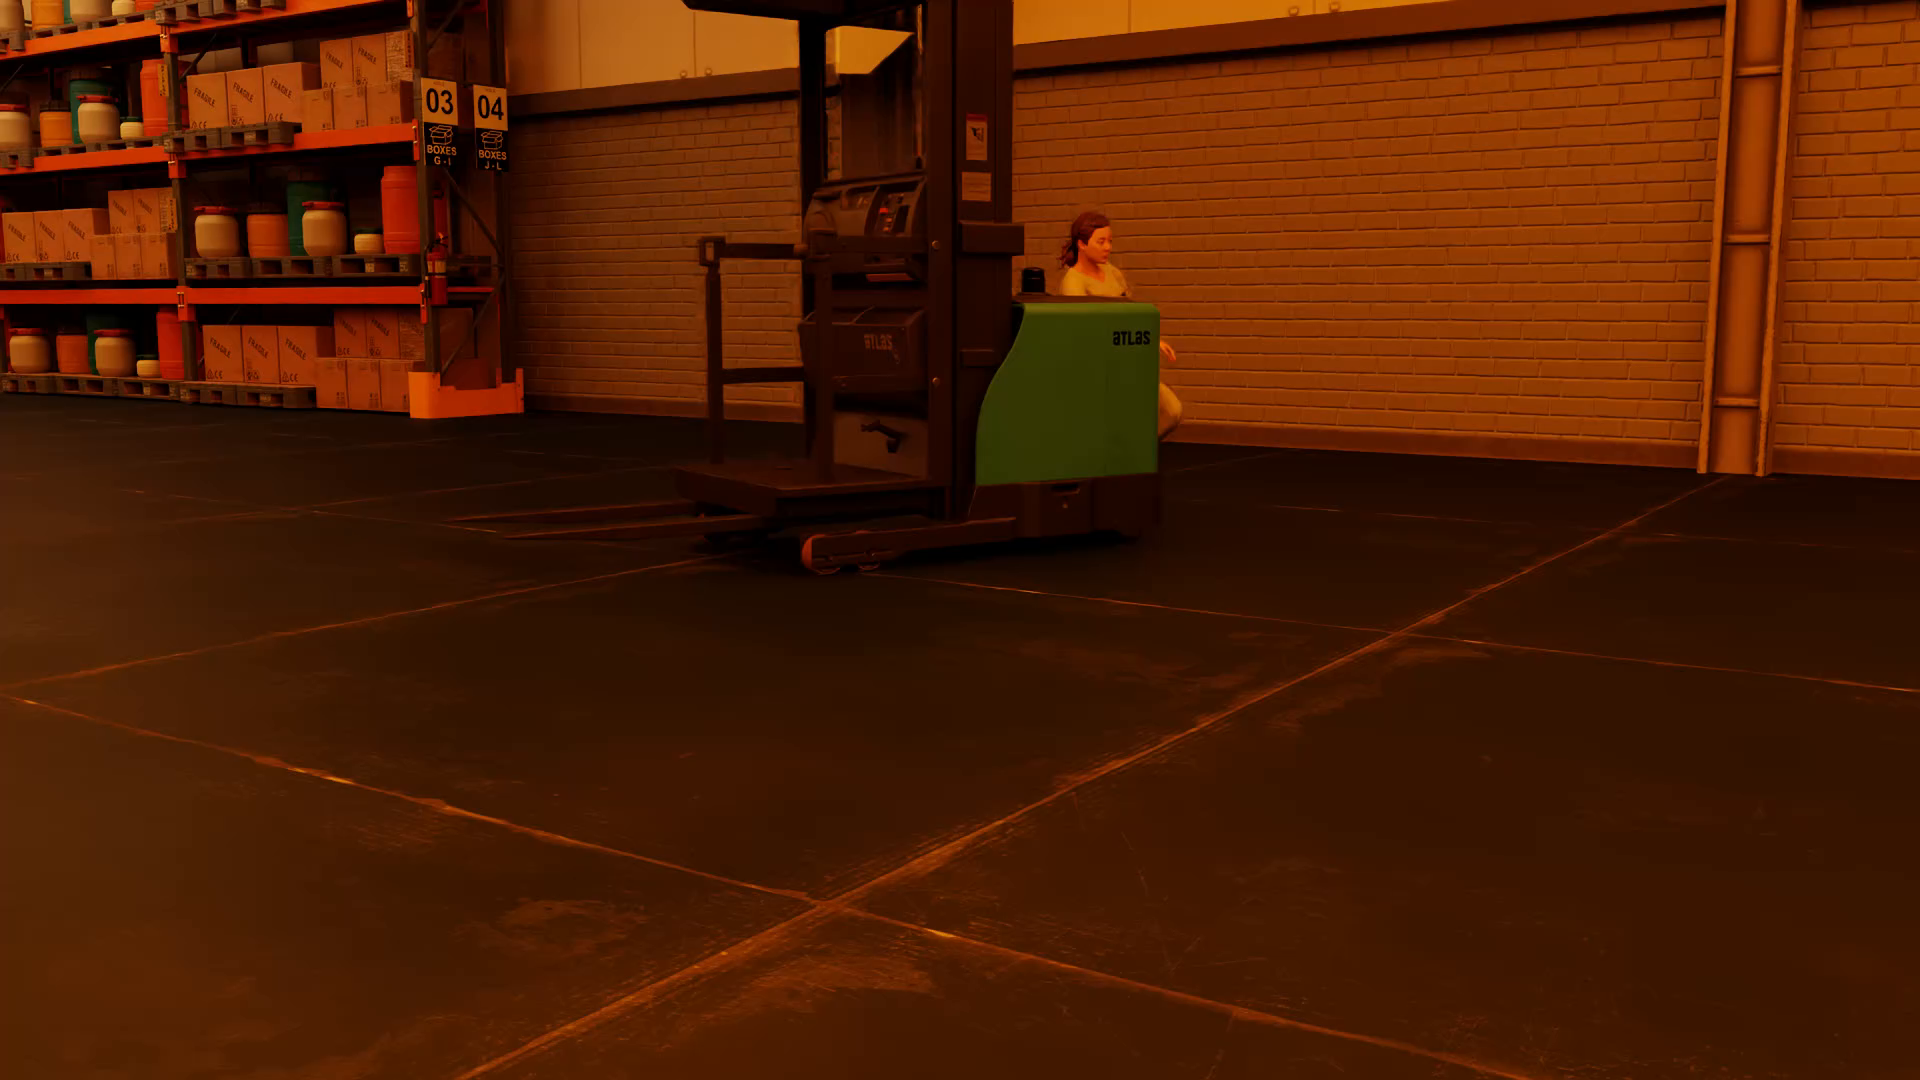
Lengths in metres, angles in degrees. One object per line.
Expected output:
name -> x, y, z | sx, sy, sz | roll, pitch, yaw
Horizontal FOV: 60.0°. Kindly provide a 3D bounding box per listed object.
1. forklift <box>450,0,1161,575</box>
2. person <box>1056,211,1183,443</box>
forklift -> -0.590, -1.396, 7.006 | 3.031, 2.935, 1.130 | -5, 10, -33
person -> 0.778, -0.878, 8.349 | 0.668, 1.526, 0.706 | 8, 11, 43
